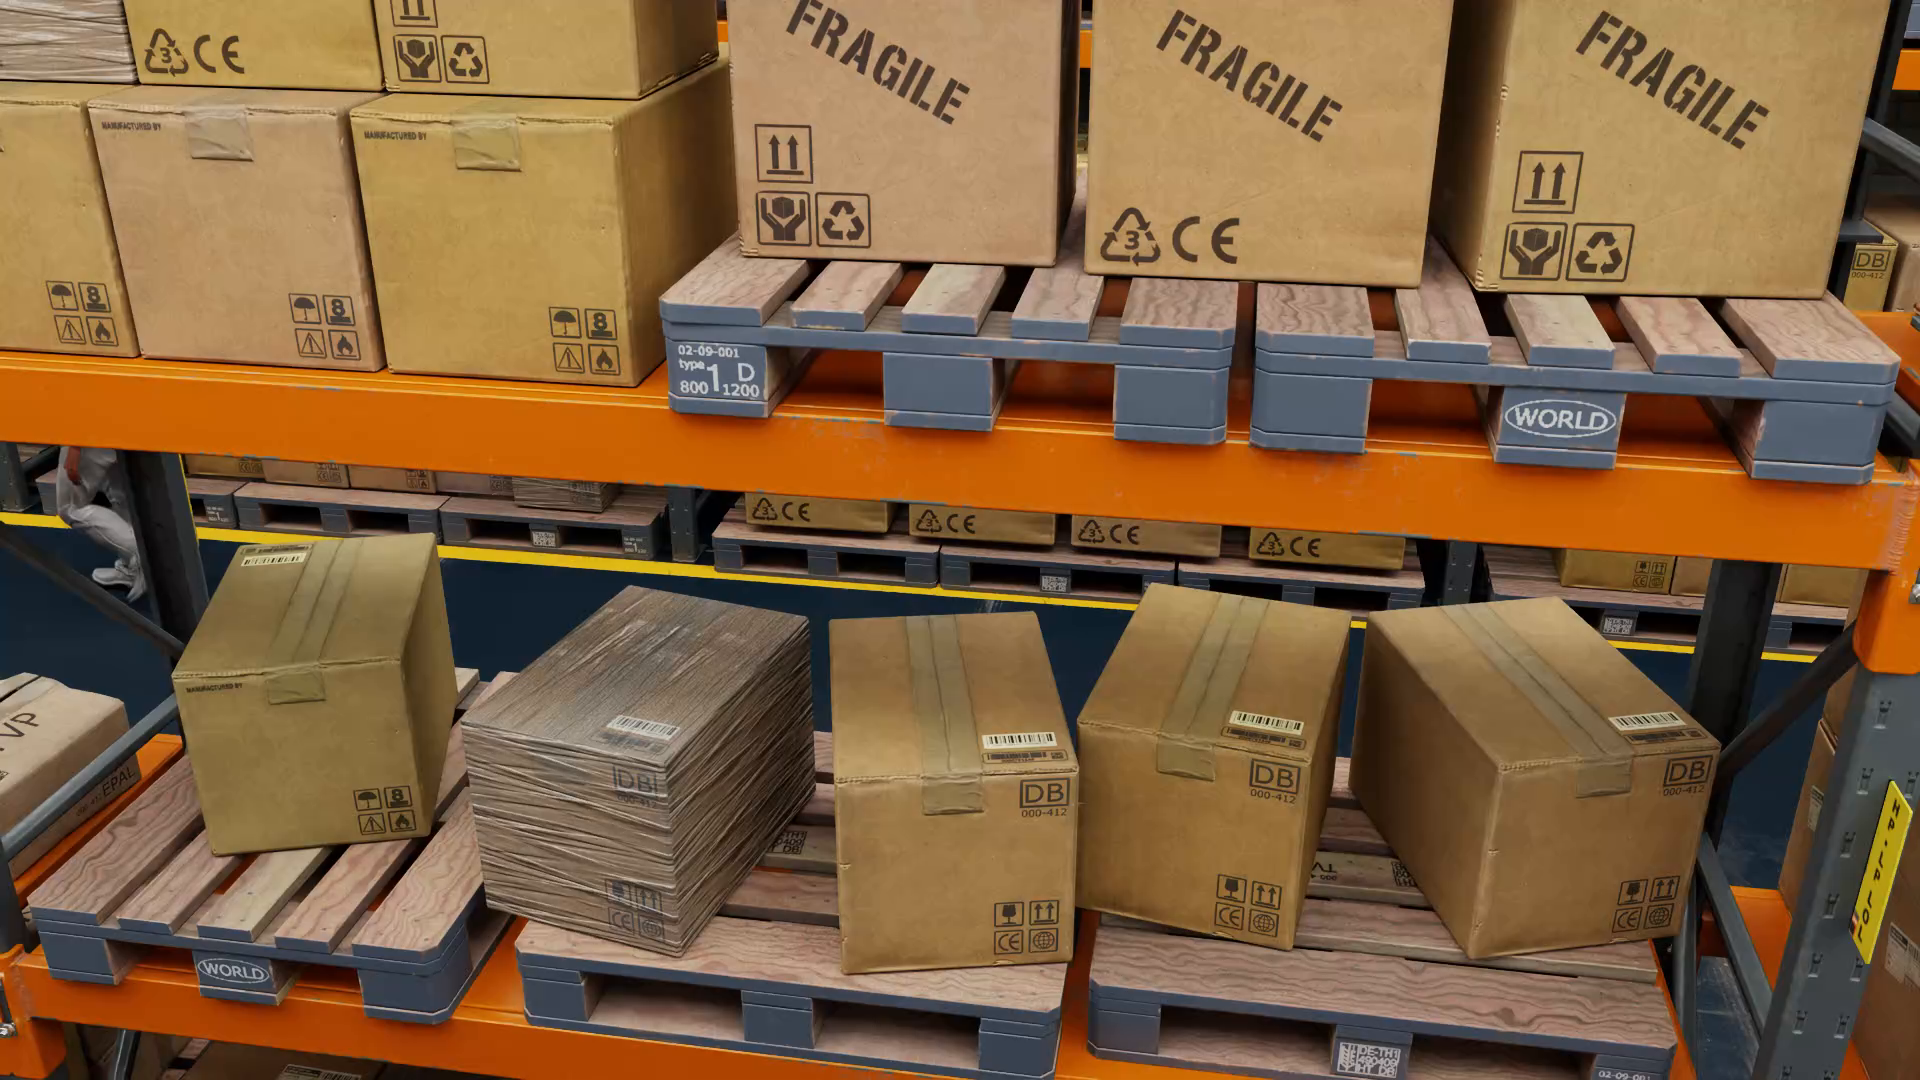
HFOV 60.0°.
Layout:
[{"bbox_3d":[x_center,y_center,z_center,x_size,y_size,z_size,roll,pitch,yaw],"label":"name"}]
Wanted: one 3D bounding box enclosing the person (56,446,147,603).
[{"bbox_3d":[-4.229,-0.536,8.181,0.615,1.762,0.613,5,25,10],"label":"person"}]
